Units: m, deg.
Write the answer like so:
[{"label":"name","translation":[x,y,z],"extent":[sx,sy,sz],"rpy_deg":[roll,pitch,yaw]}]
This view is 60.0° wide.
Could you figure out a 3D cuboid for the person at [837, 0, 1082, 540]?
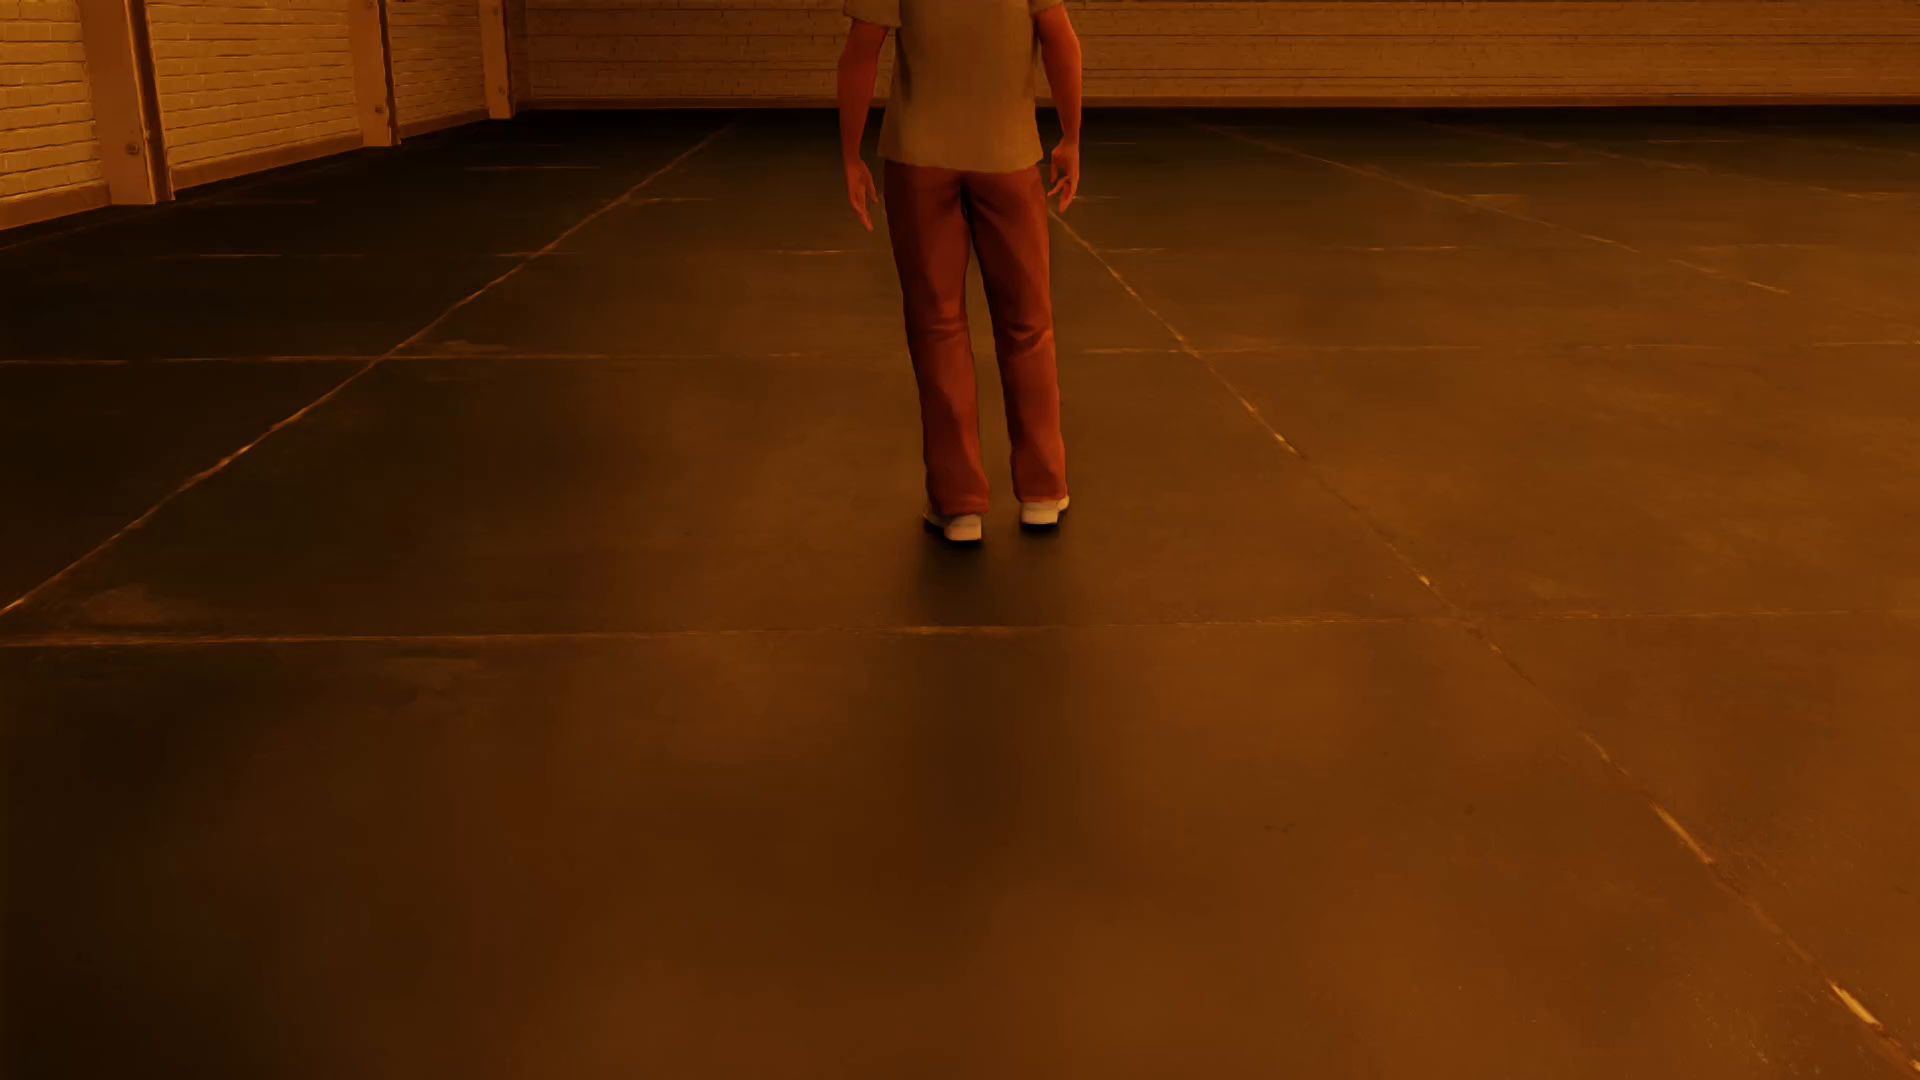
[{"label":"person","translation":[0.007,-0.829,3.742],"extent":[0.554,1.673,0.548],"rpy_deg":[-1,17,-3]}]
